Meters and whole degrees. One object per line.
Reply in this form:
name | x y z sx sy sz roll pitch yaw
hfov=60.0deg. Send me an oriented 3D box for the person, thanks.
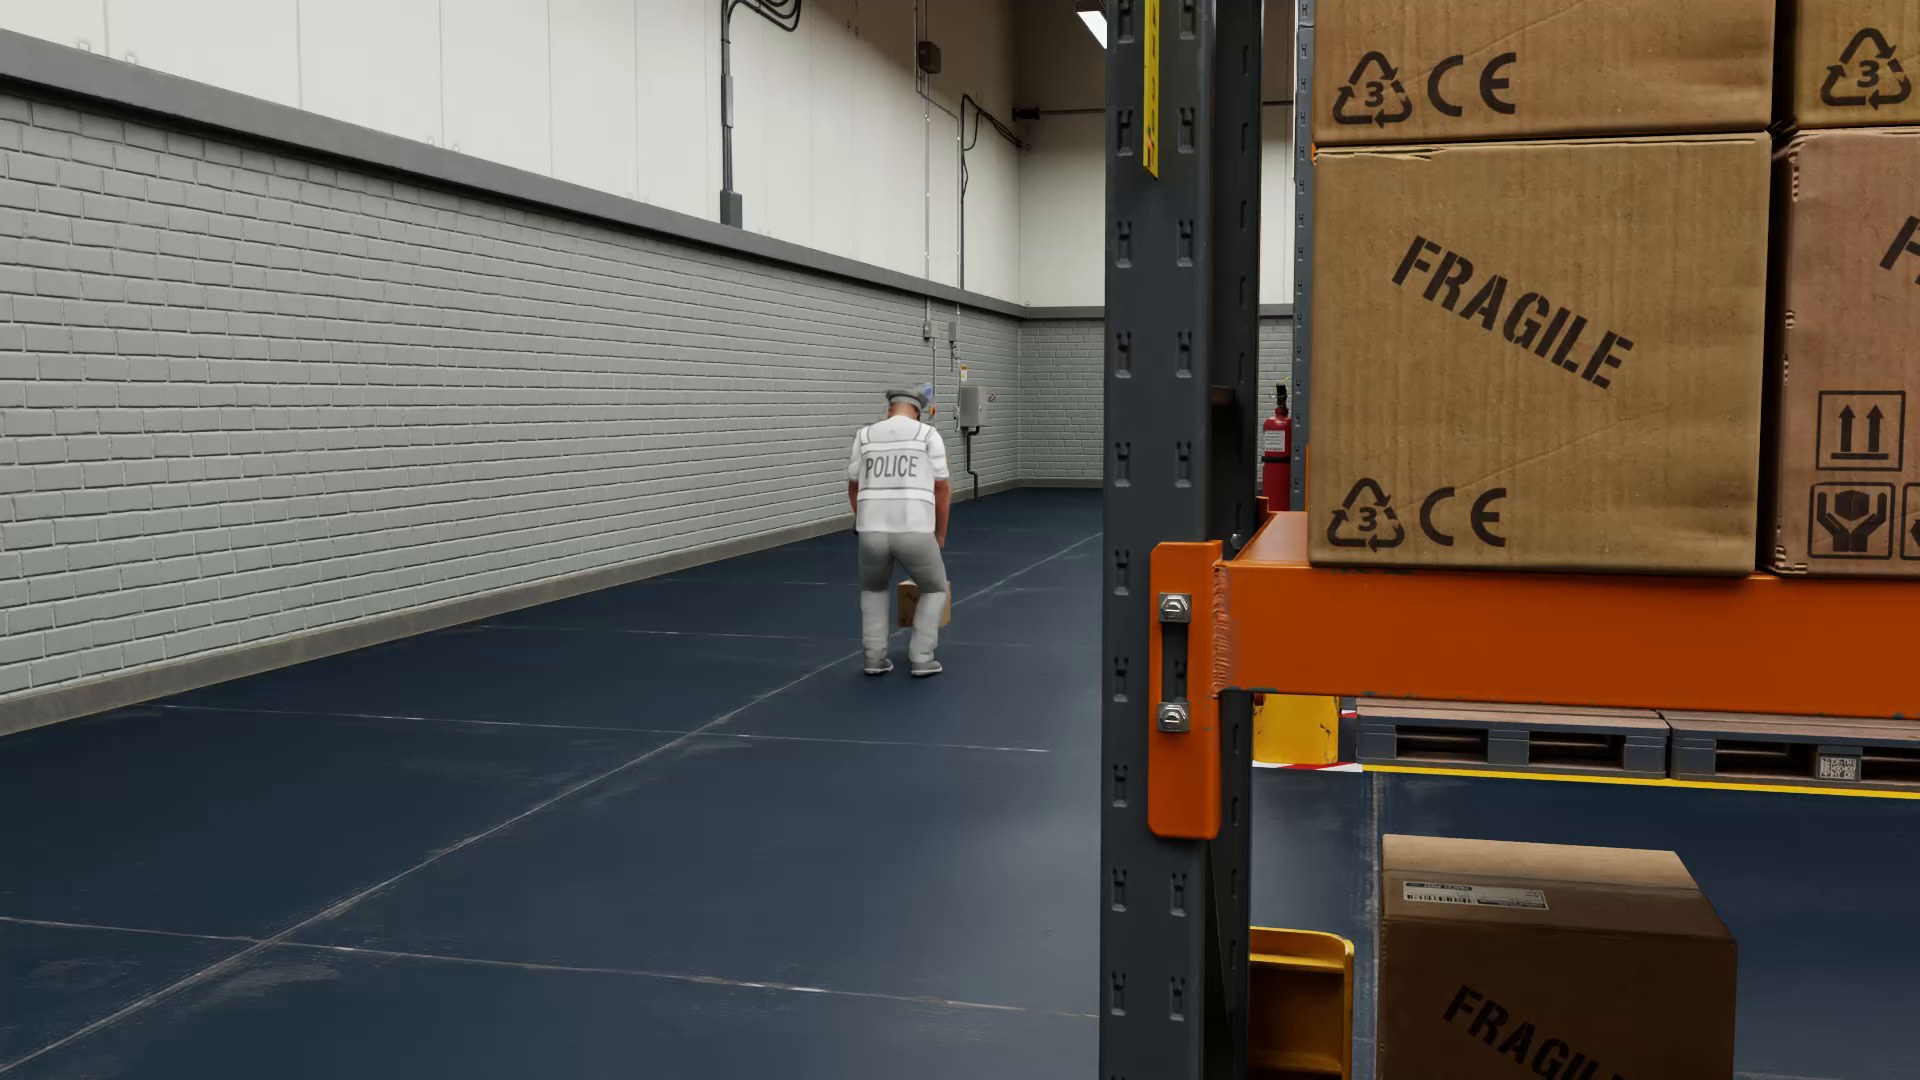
person | -0.349 -0.035 9.183 0.586 1.548 0.706 1 5 14
